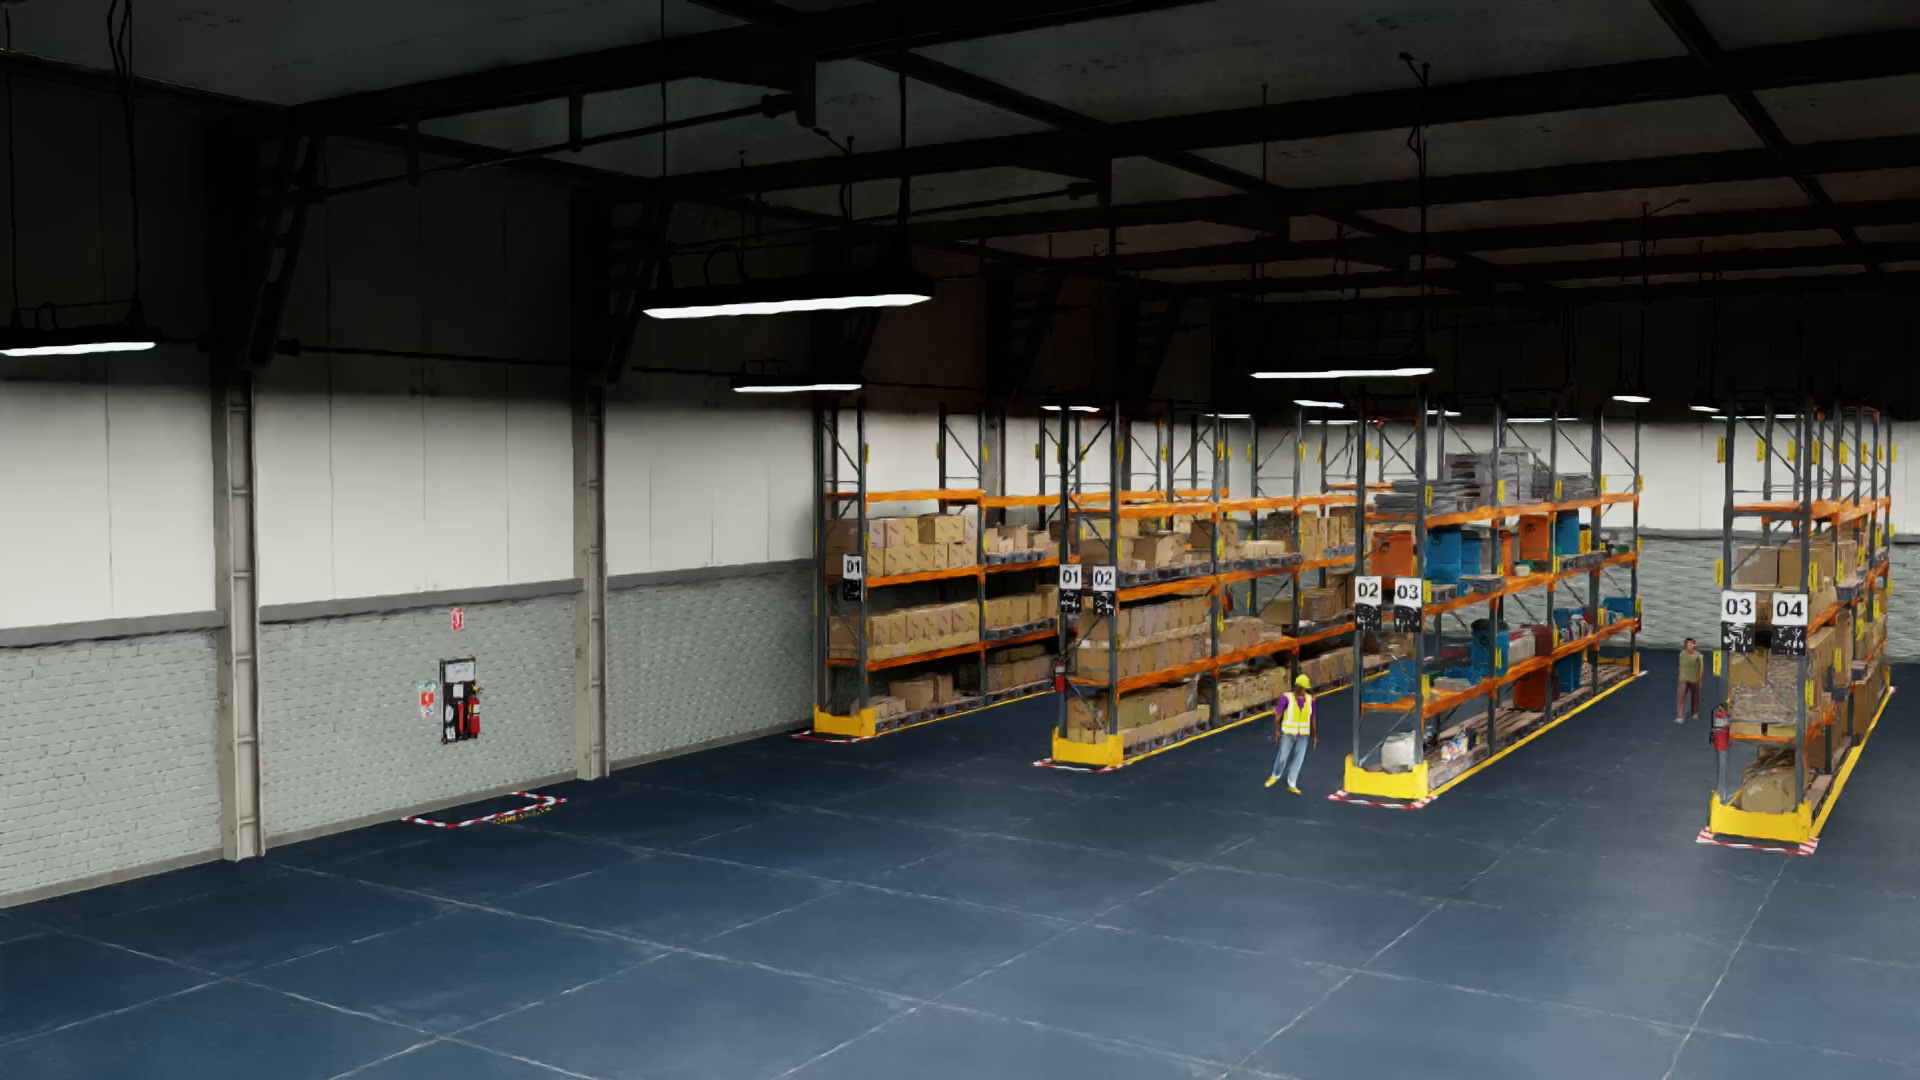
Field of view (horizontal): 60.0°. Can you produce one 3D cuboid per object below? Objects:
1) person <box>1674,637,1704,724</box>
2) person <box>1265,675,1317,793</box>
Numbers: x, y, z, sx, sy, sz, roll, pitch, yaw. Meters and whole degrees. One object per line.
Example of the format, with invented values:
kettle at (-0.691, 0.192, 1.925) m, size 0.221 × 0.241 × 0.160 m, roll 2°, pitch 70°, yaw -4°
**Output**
person at (13.507, 2.585, 30.747) m, size 0.446 × 1.572 × 1.110 m, roll 2°, pitch 3°, yaw 30°
person at (4.878, 2.846, 24.484) m, size 0.737 × 1.744 × 0.534 m, roll 0°, pitch 3°, yaw -6°
